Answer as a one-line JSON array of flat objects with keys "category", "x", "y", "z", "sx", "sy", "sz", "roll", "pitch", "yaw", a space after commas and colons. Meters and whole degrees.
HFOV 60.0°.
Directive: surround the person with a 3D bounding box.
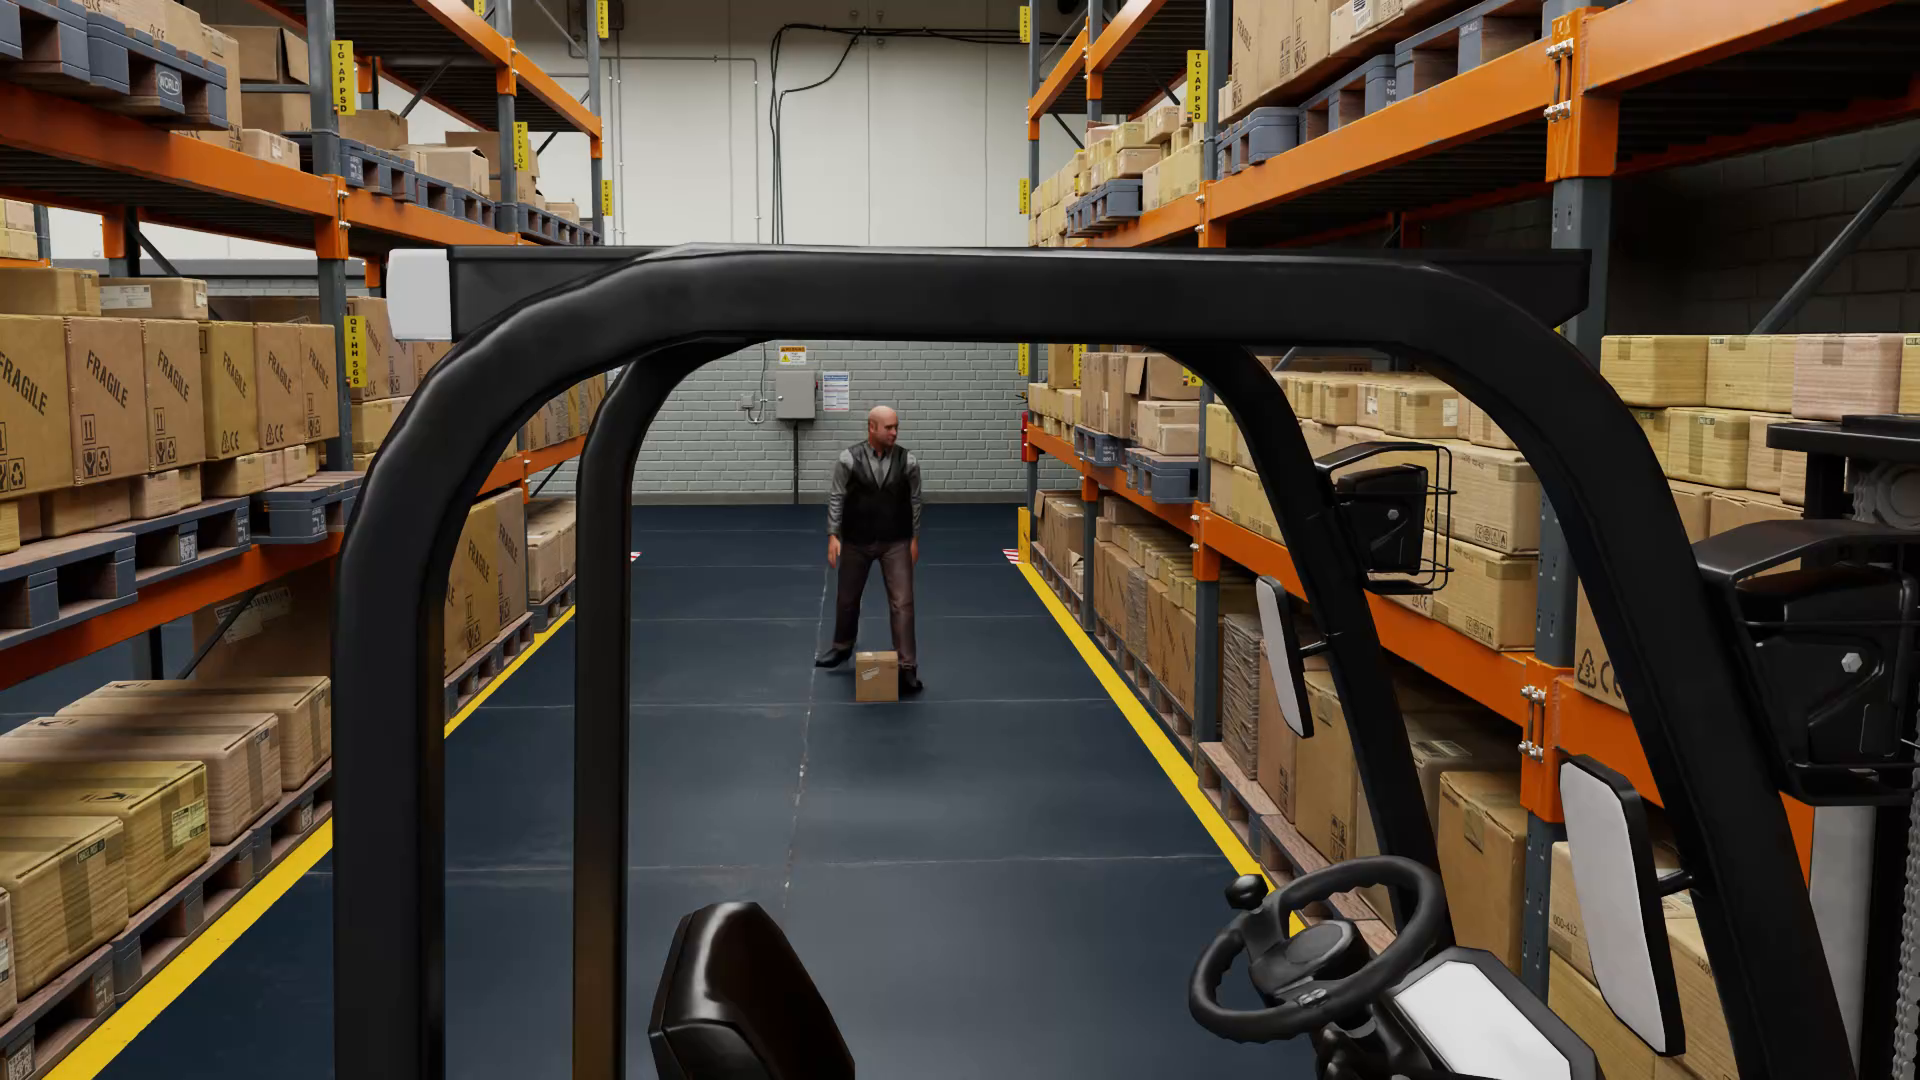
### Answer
[{"category": "person", "x": -0.561, "y": 0.026, "z": 10.188, "sx": 0.665, "sy": 1.697, "sz": 0.909, "roll": -1, "pitch": 7, "yaw": -5}]
